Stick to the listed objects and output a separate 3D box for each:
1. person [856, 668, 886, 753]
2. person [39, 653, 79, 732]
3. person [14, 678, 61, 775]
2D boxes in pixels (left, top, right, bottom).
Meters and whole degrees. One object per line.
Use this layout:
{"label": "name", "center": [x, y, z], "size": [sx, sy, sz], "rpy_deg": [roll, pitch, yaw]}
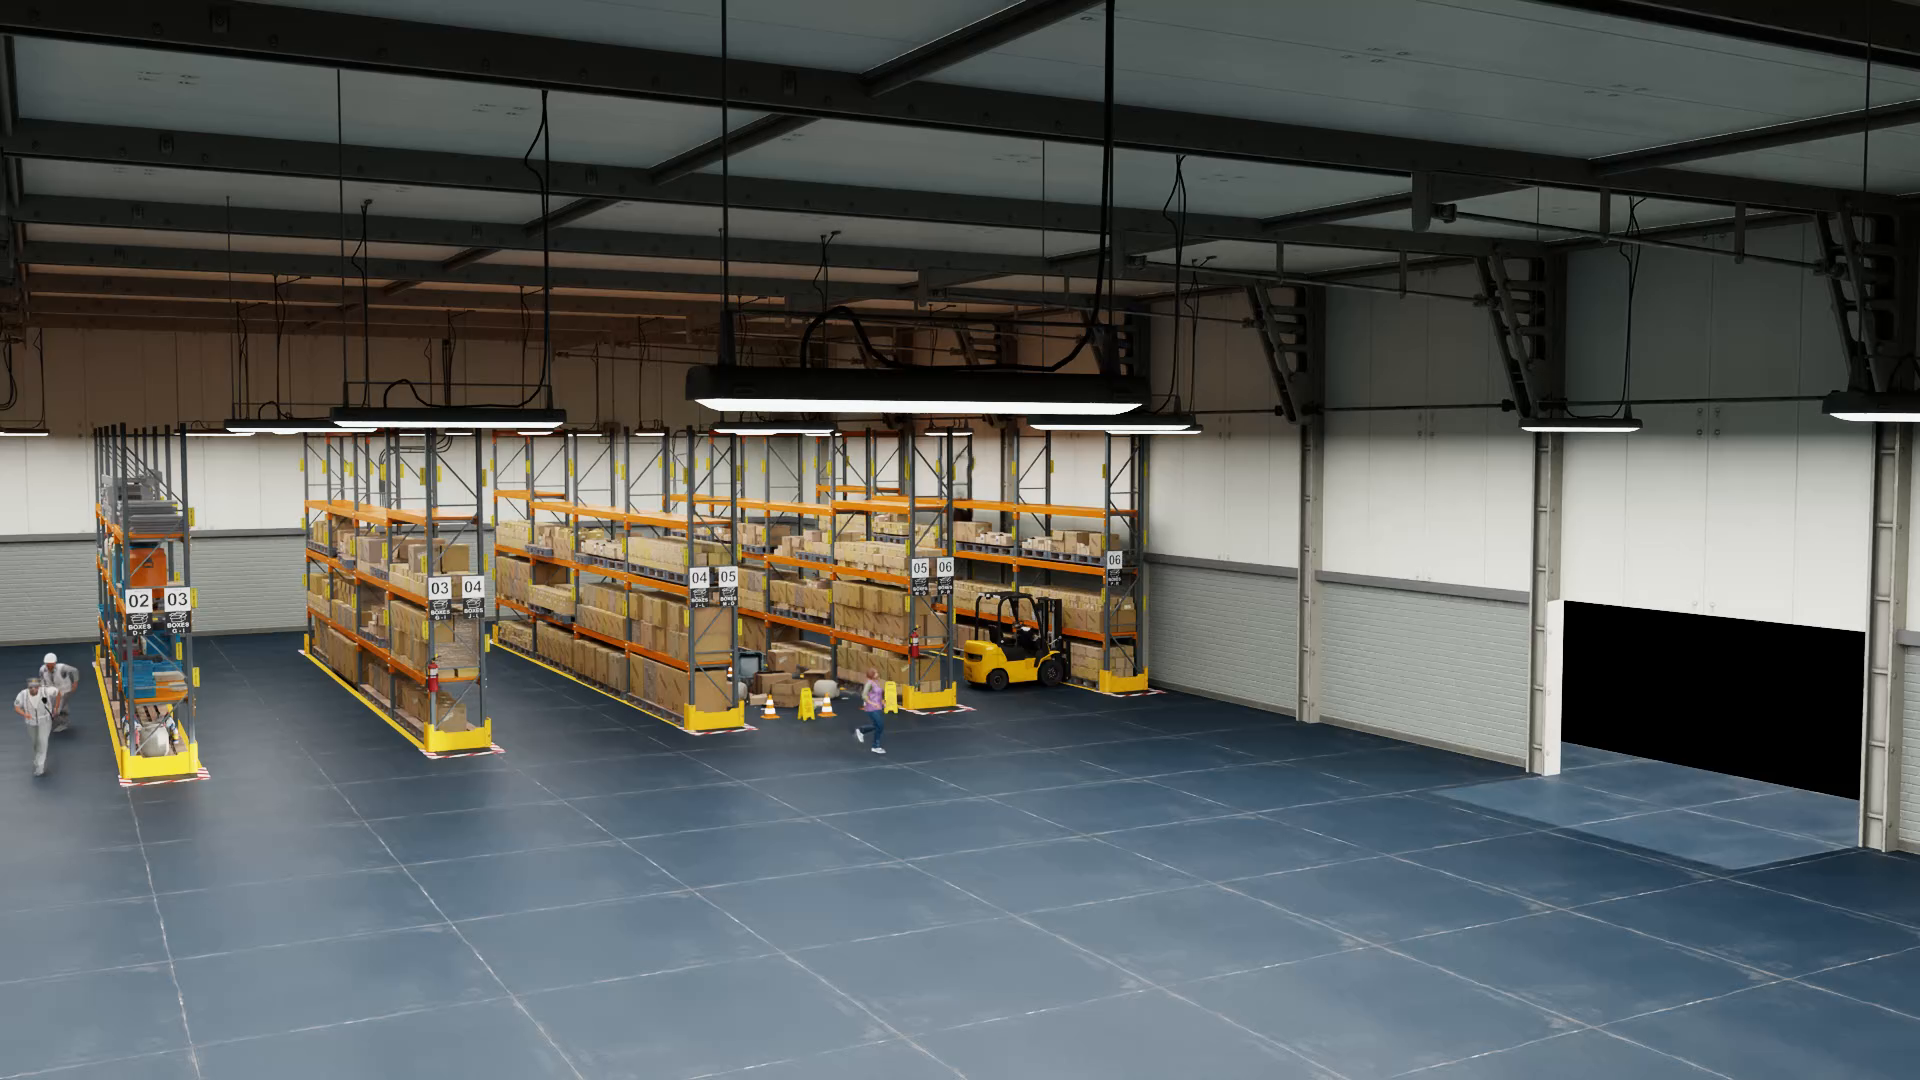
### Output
{"label": "person", "center": [-1.652, 3.157, 30.437], "size": [0.590, 1.475, 0.540], "rpy_deg": [1, 4, 16]}
{"label": "person", "center": [-17.566, 2.970, 32.409], "size": [0.682, 1.589, 0.831], "rpy_deg": [-1, 3, -8]}
{"label": "person", "center": [-15.916, 3.184, 28.737], "size": [0.707, 1.721, 1.022], "rpy_deg": [-2, 4, -24]}
